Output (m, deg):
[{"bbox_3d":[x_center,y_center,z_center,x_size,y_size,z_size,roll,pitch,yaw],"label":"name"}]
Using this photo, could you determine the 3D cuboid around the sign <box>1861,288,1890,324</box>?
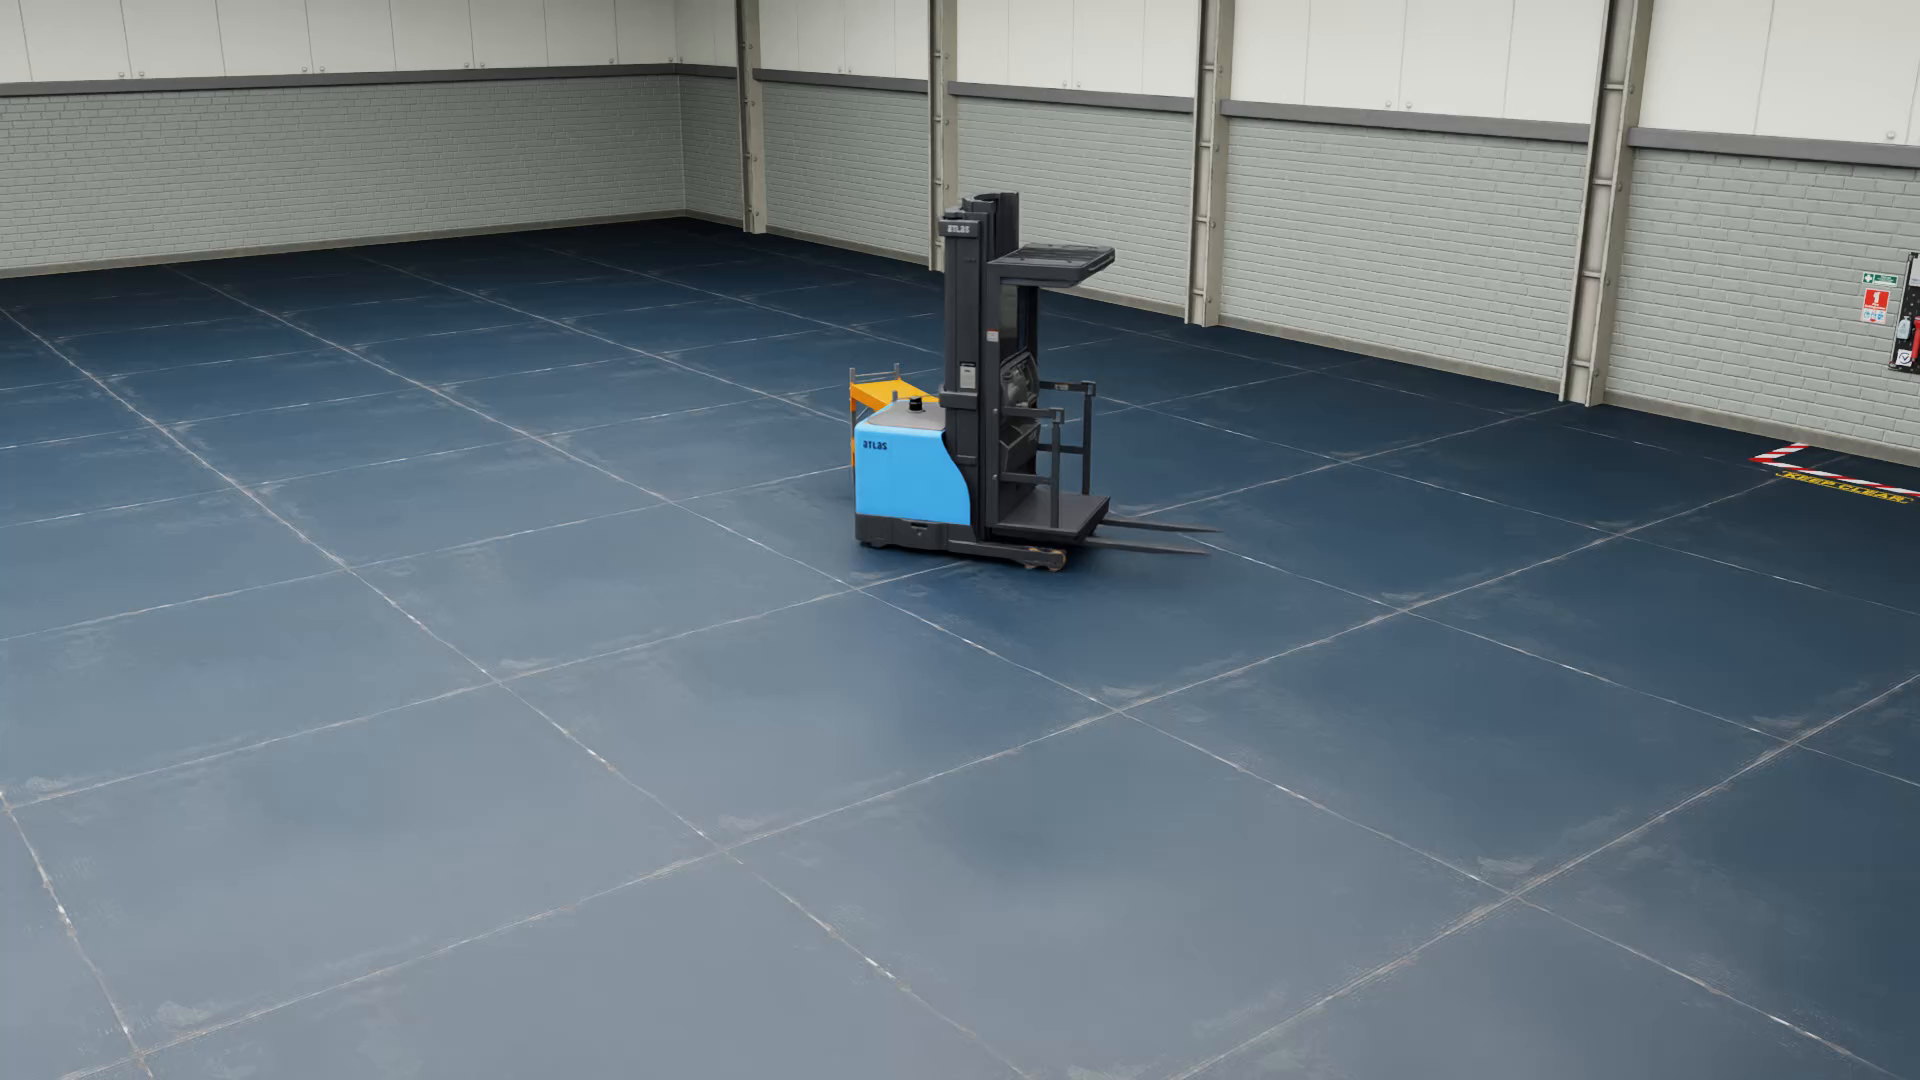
[{"bbox_3d":[9.125,-2.333,16.579,0.001,0.329,0.234,-14,23,-36],"label":"sign"}]

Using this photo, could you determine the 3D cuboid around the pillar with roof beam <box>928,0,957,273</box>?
[{"bbox_3d":[-3.659,-7.986,24.165,9.100,9.000,0.400,-14,23,-36],"label":"pillar with roof beam"}]

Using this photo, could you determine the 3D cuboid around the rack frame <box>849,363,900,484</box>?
[{"bbox_3d":[-0.810,-1.115,15.939,0.500,1.125,0.032,-8,20,-24],"label":"rack frame"}]

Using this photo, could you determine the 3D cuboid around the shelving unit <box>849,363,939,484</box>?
[{"bbox_3d":[-0.592,-0.970,15.503,0.538,1.125,1.048,-8,20,-24],"label":"shelving unit"}]

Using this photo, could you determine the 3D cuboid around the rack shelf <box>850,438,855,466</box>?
[{"bbox_3d":[-0.592,-0.738,15.580,0.538,0.278,1.000,-8,20,-24],"label":"rack shelf"}]

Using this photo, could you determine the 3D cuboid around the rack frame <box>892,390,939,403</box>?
[{"bbox_3d":[-0.374,-0.826,15.068,0.500,1.125,0.032,-8,20,-24],"label":"rack frame"}]

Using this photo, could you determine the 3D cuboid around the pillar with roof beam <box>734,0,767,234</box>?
[{"bbox_3d":[-7.384,-9.465,28.630,9.100,9.000,0.400,-14,23,-36],"label":"pillar with roof beam"}]

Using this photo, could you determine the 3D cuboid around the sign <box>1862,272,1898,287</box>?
[{"bbox_3d":[9.121,-2.582,16.487,0.001,0.109,0.331,-14,23,-36],"label":"sign"}]

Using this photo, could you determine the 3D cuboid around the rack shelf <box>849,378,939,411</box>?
[{"bbox_3d":[-0.592,-1.248,15.411,0.538,0.278,1.000,-8,20,-24],"label":"rack shelf"}]

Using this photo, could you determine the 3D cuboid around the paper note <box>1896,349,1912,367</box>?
[{"bbox_3d":[9.332,-1.798,16.423,0.016,0.148,0.142,-14,23,-36],"label":"paper note"}]

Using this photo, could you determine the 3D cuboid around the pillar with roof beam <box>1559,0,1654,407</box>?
[{"bbox_3d":[3.792,-5.029,15.235,9.100,9.000,0.400,-14,23,-36],"label":"pillar with roof beam"}]

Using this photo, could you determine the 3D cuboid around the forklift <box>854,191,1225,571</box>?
[{"bbox_3d":[0.677,-1.325,13.700,3.031,2.935,1.130,6,19,18],"label":"forklift"}]

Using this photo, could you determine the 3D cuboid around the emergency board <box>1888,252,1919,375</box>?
[{"bbox_3d":[9.388,-2.159,16.112,0.194,1.169,0.643,-14,23,-36],"label":"emergency board"}]

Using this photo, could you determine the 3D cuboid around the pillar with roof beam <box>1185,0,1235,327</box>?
[{"bbox_3d":[0.067,-6.508,19.700,9.100,9.000,0.400,-14,23,-36],"label":"pillar with roof beam"}]
